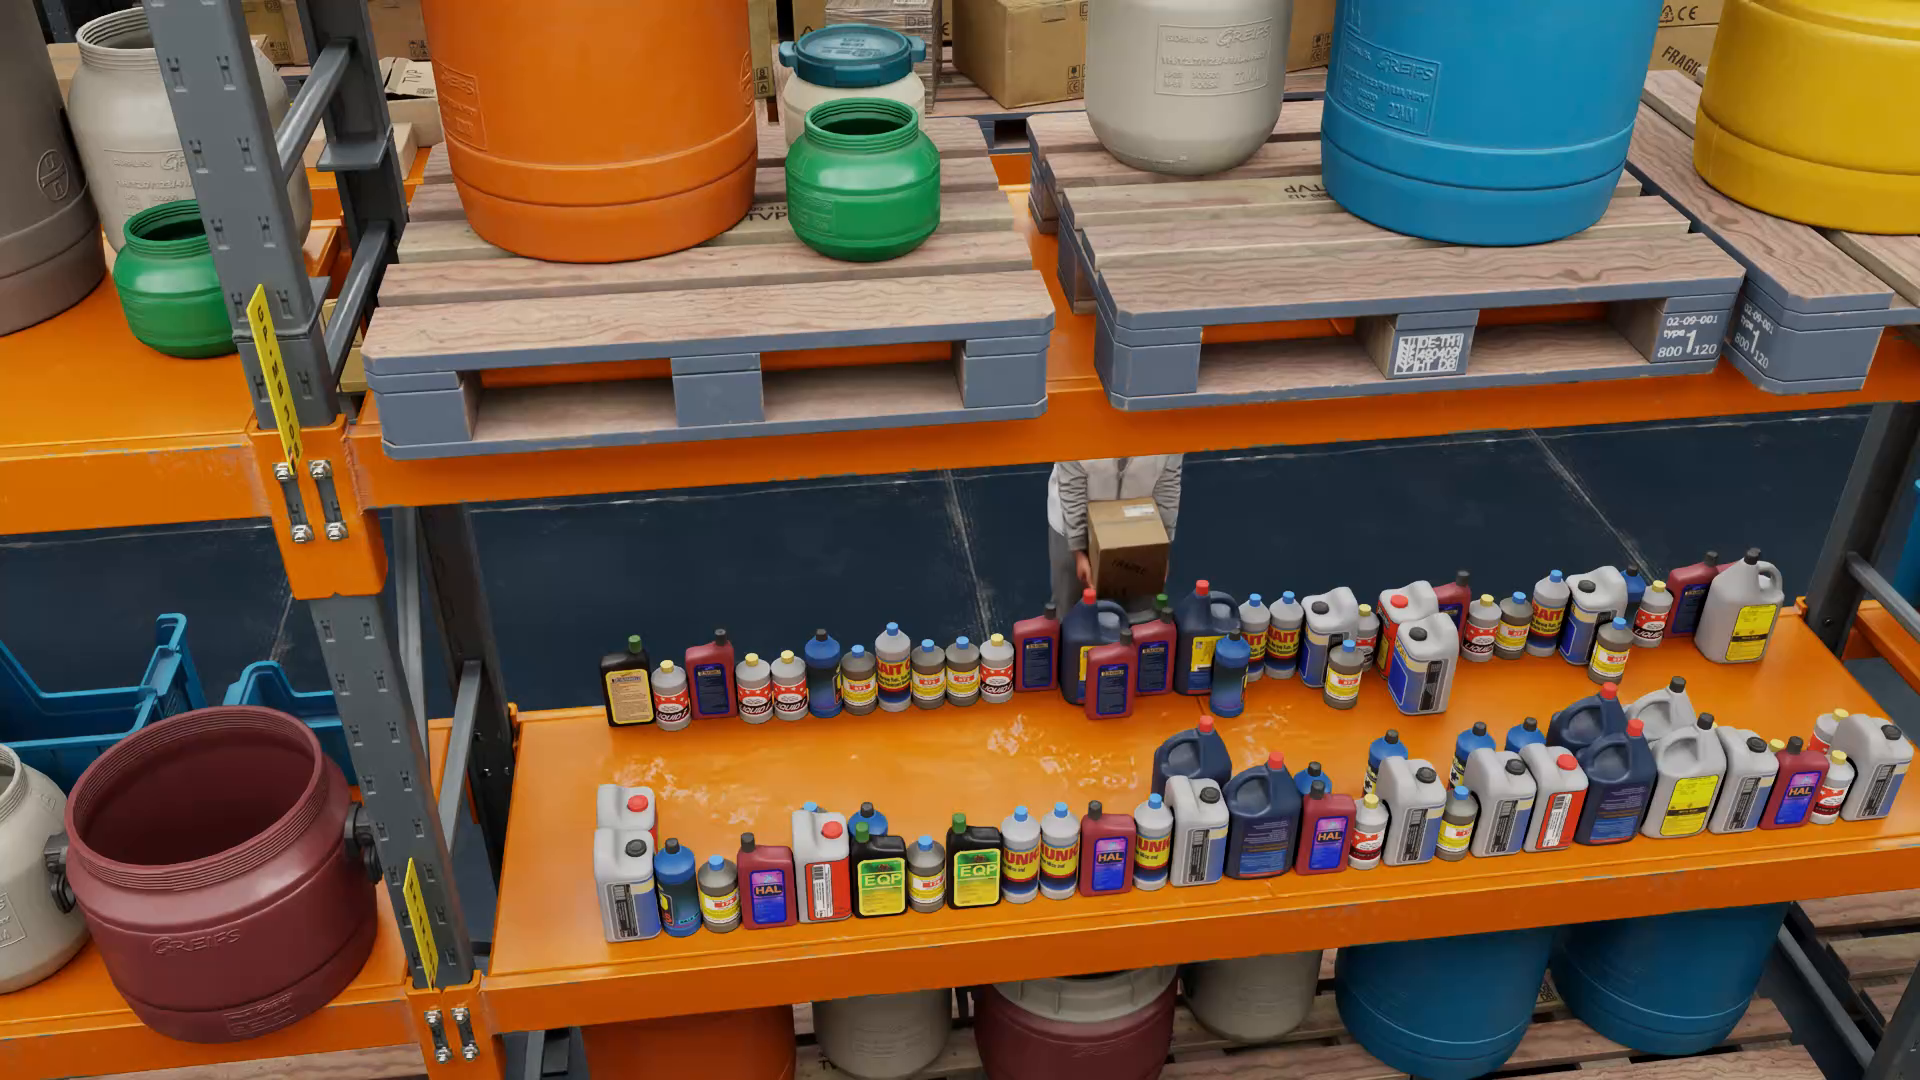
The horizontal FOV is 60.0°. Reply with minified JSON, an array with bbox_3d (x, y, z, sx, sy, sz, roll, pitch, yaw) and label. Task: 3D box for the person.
[{"bbox_3d":[0.575,-0.013,6.146,0.493,1.770,0.563,-5,35,-7],"label":"person"}]
